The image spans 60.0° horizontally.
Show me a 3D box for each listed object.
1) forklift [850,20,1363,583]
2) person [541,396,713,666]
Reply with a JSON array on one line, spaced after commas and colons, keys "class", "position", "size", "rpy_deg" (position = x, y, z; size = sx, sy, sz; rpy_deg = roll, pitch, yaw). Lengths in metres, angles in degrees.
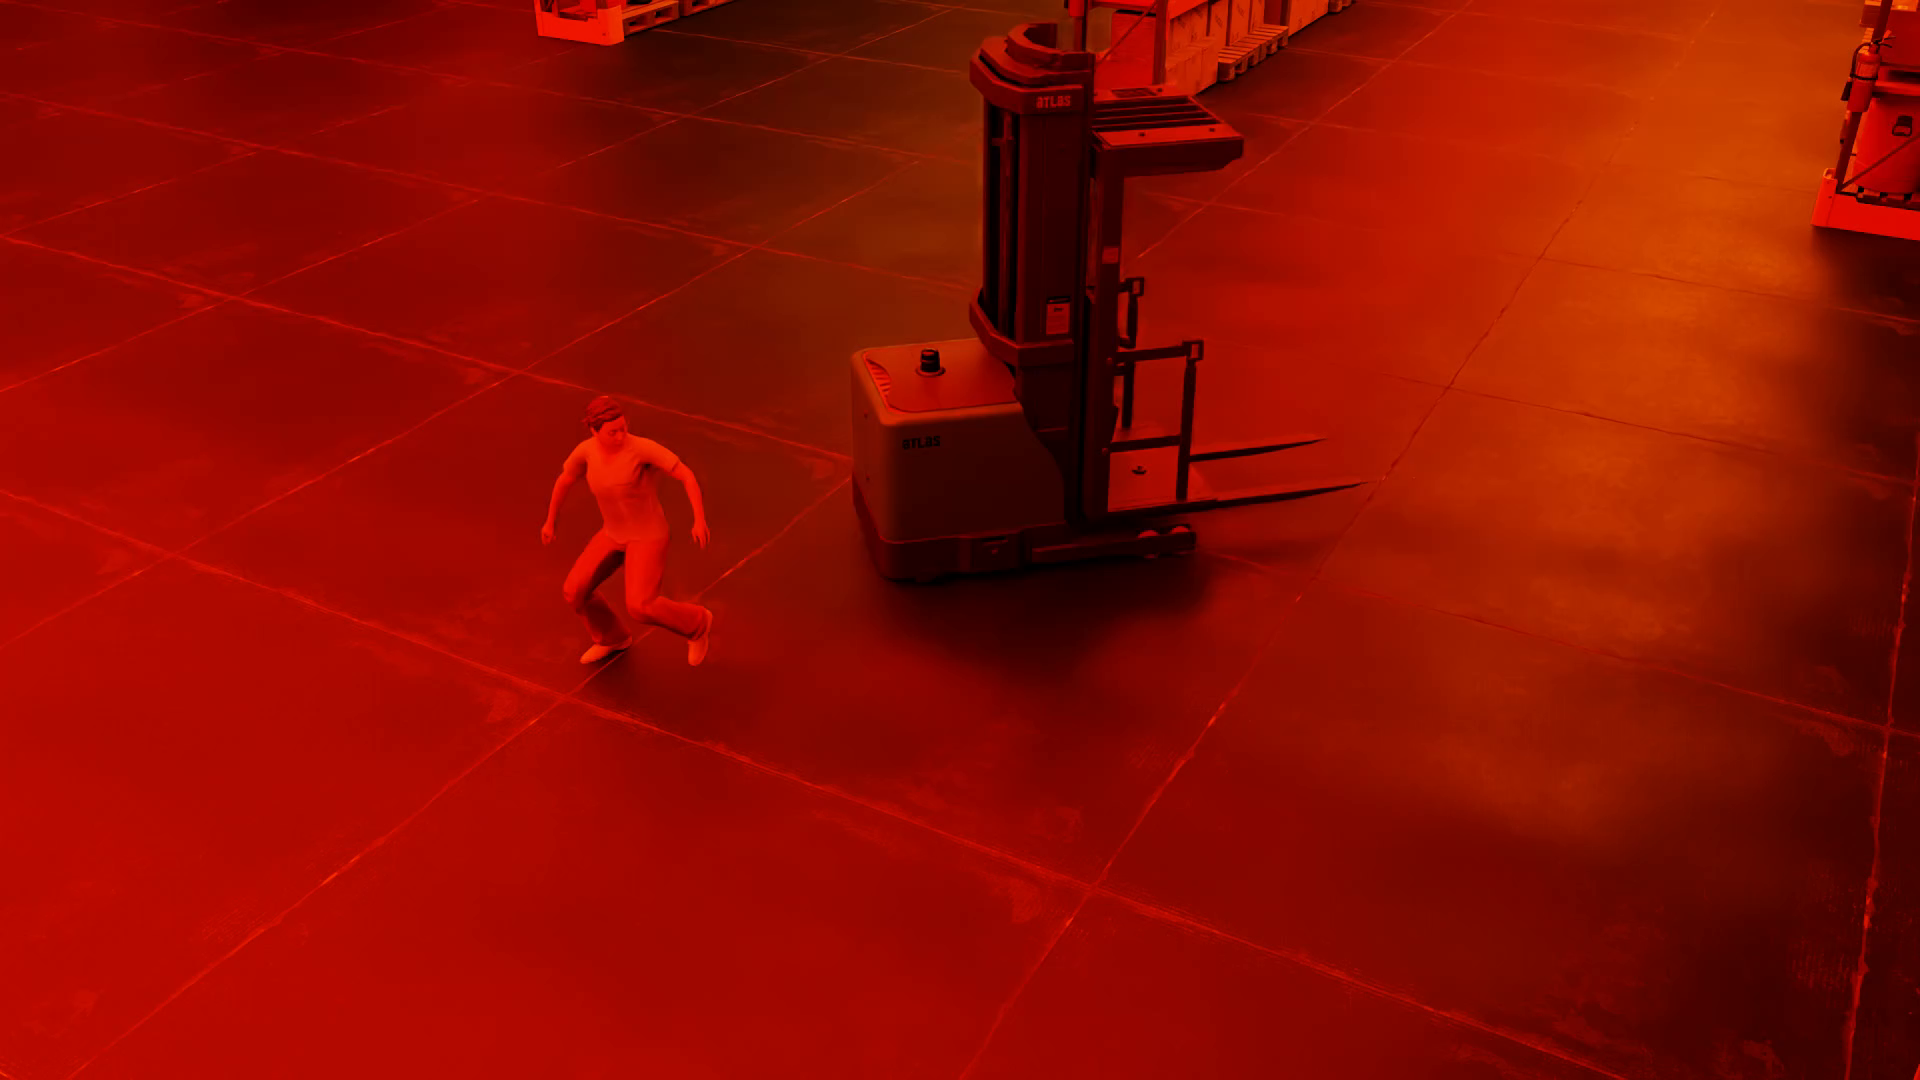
[{"class": "forklift", "position": [0.914, -1.407, 9.509], "size": [3.031, 2.935, 1.130], "rpy_deg": [-7, 31, -12]}, {"class": "person", "position": [-1.730, -0.017, 8.521], "size": [0.890, 1.562, 0.496], "rpy_deg": [16, 33, 25]}]
